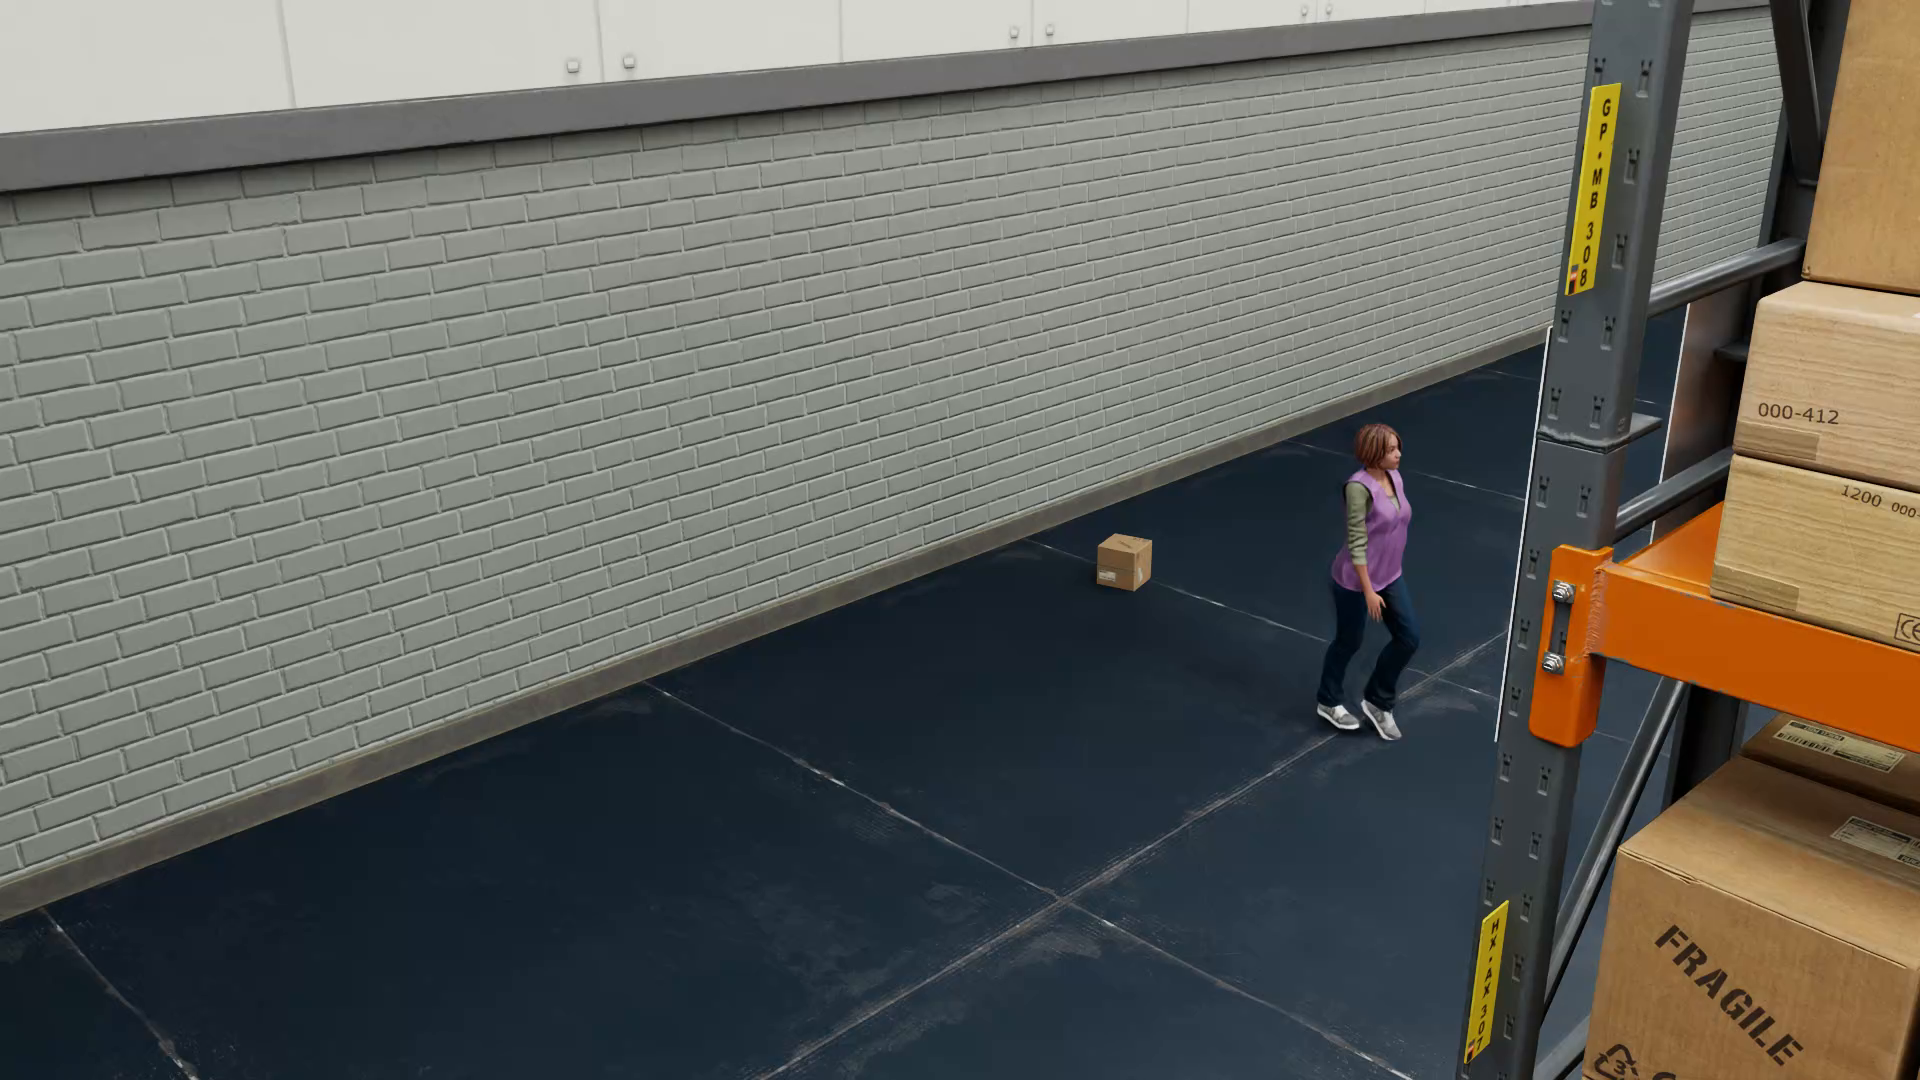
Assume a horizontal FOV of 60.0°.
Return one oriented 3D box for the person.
[{"bbox_3d":[1.960,0.221,8.016,0.405,1.635,0.482,-17,27,-38],"label":"person"}]
